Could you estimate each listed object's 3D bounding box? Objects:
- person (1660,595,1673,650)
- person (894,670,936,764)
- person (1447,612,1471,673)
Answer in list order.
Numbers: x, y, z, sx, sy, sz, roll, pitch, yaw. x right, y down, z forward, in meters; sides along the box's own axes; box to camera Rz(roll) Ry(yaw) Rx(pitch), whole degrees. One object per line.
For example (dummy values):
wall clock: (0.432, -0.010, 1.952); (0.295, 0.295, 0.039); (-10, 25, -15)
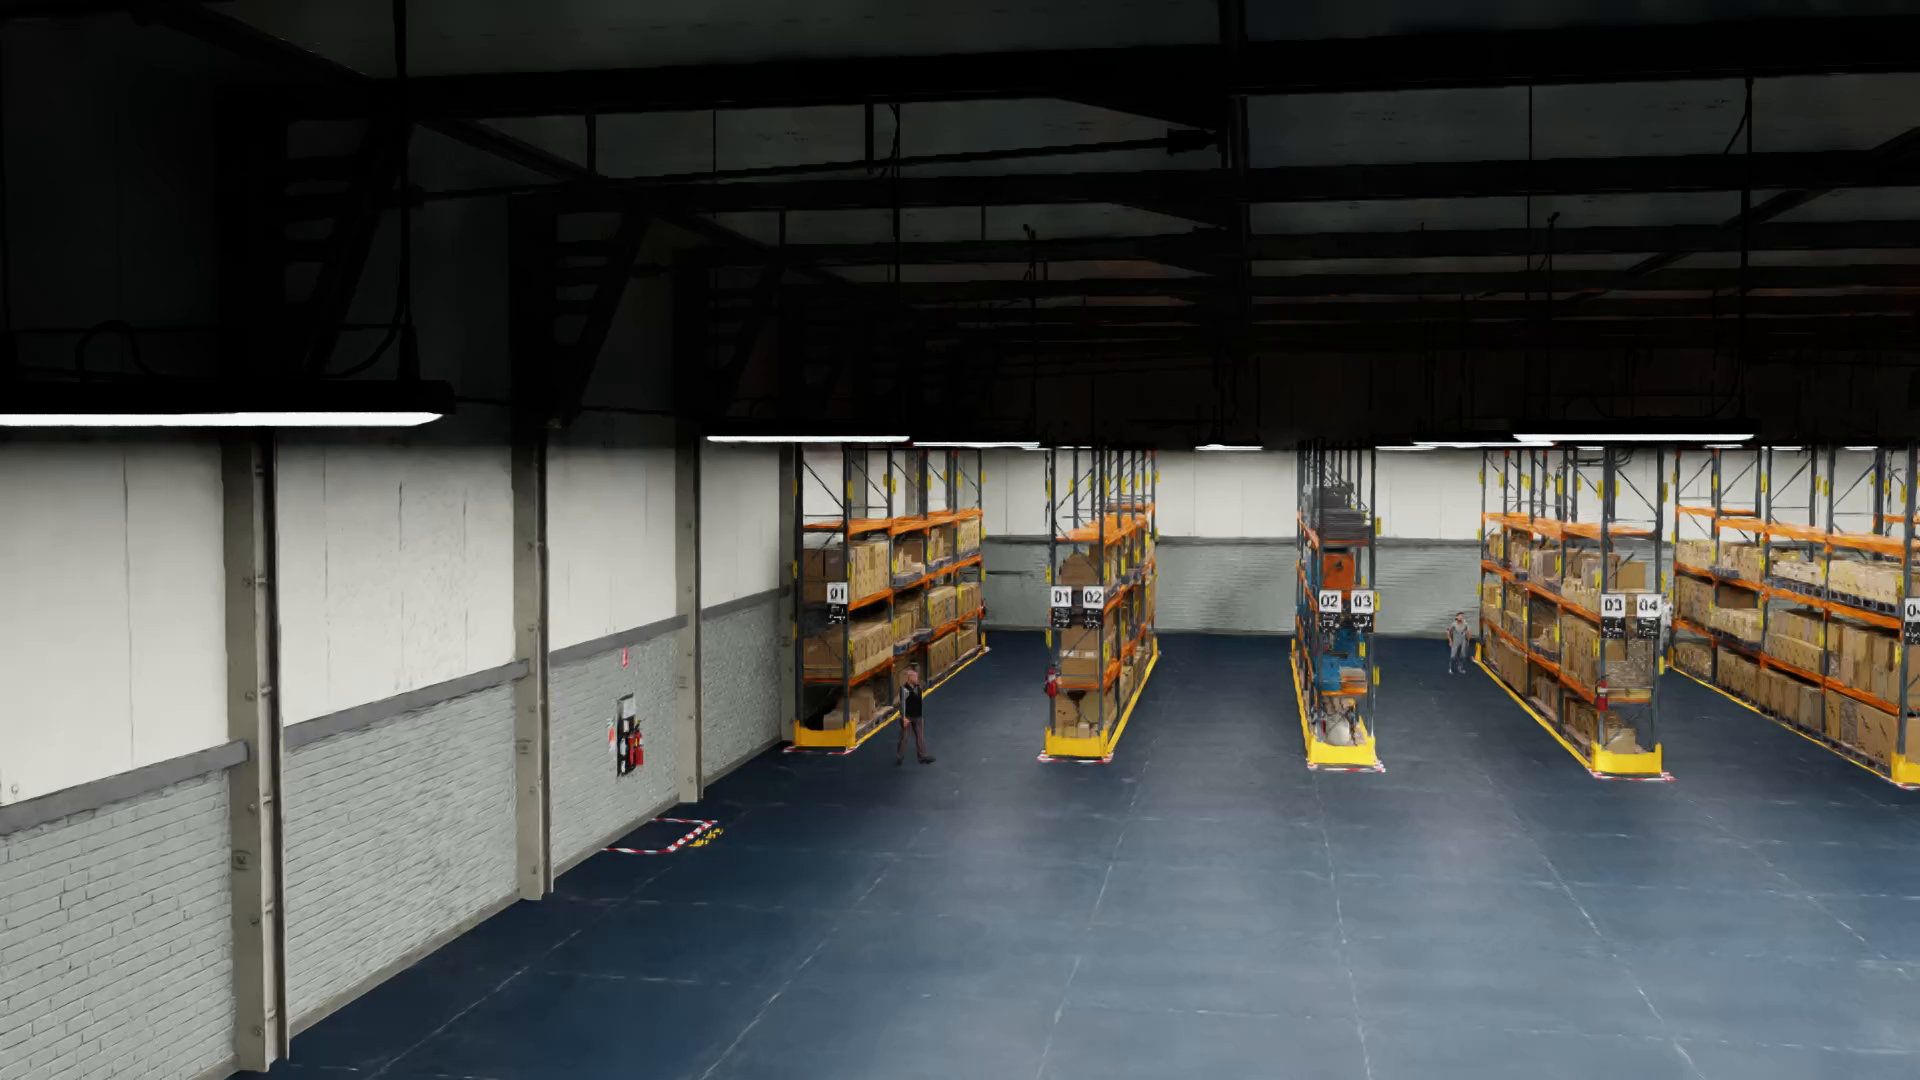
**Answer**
person: (20.445, 2.373, 48.031); (0.521, 1.614, 0.938); (2, 4, 31)
person: (-0.857, 3.236, 30.498); (0.528, 1.715, 0.723); (3, 4, 43)
person: (12.896, 2.647, 42.996); (0.580, 1.616, 0.503); (0, 3, 8)
